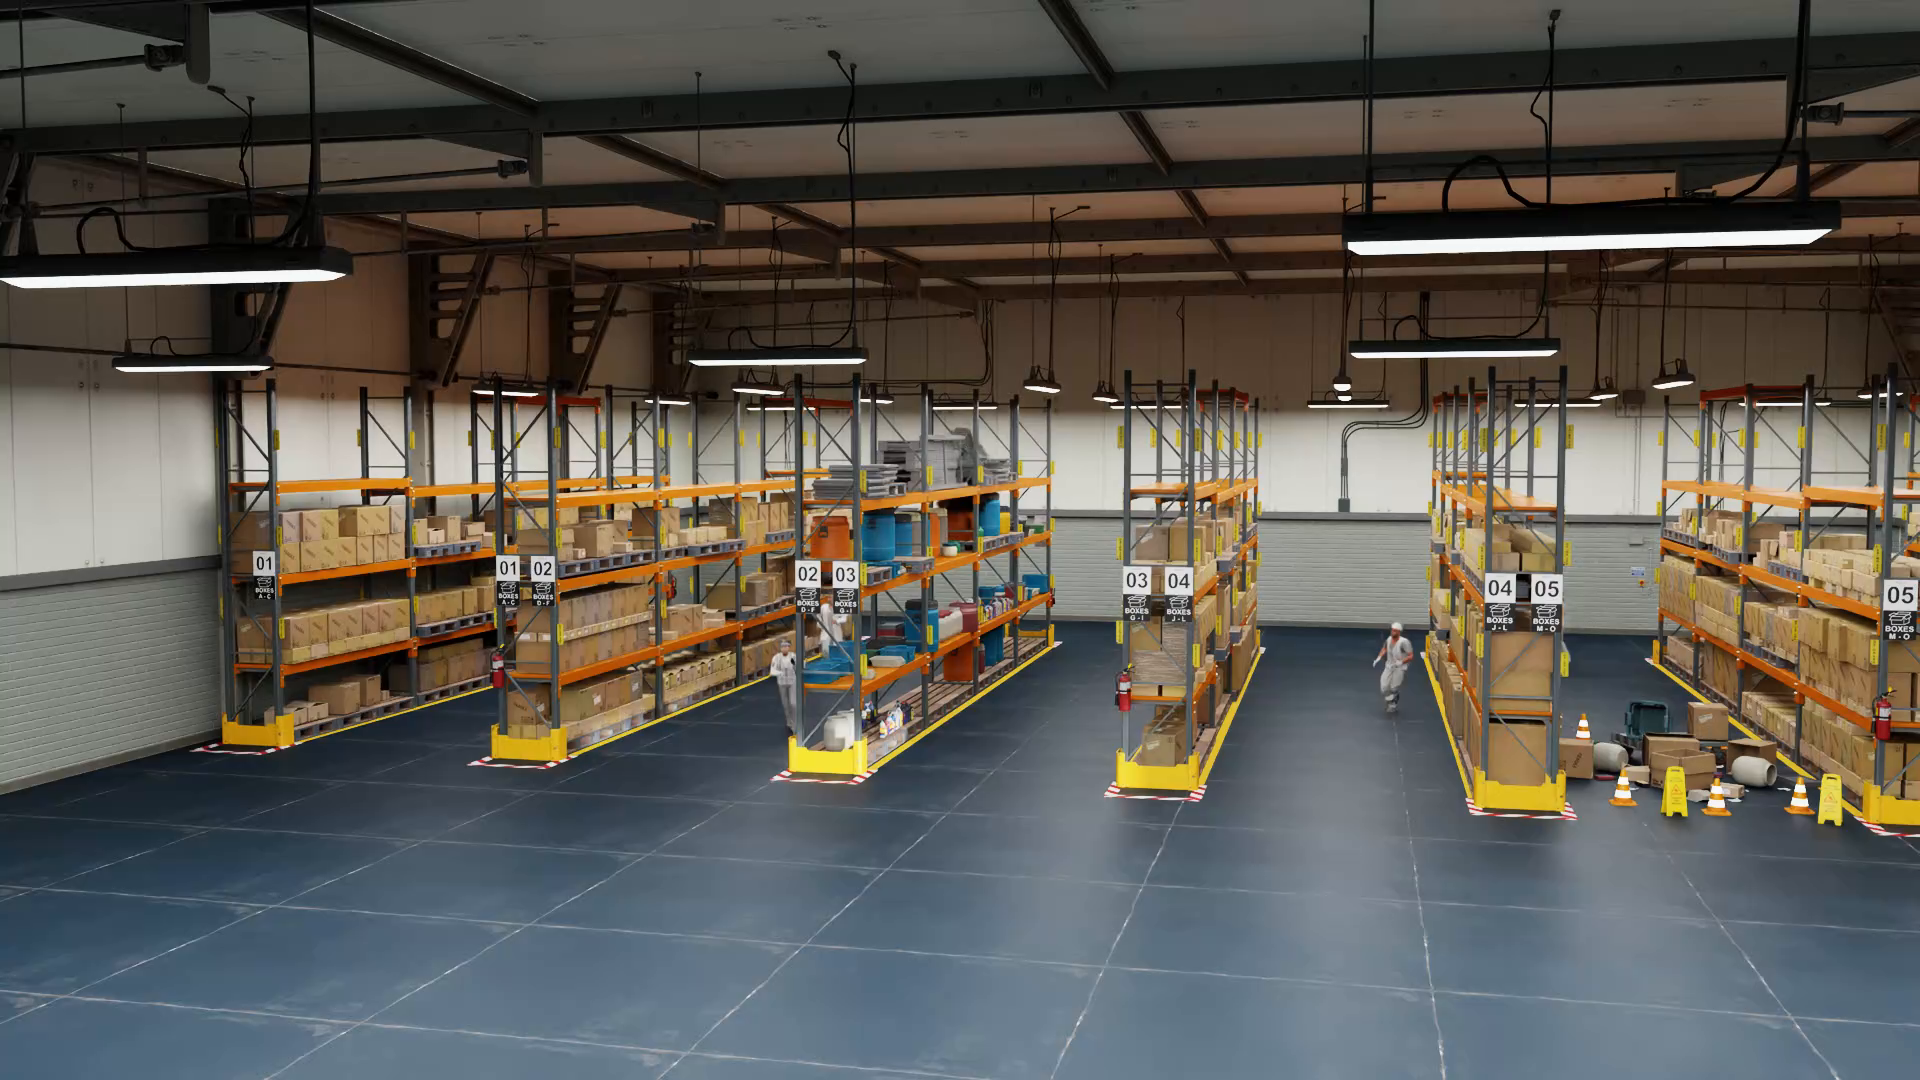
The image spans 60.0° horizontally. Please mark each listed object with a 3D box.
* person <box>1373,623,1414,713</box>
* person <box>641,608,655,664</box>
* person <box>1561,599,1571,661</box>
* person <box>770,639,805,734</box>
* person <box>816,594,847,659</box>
[{"bbox_3d":[7.991,2.348,30.522,0.763,1.689,0.551,3,5,41],"label":"person"},{"bbox_3d":[-6.402,2.166,34.479,0.664,1.637,0.947,1,4,15],"label":"person"},{"bbox_3d":[13.155,1.931,36.756,0.555,1.666,0.940,-1,4,-23],"label":"person"},{"bbox_3d":[-2.950,2.477,28.492,0.544,1.632,0.898,0,3,5],"label":"person"},{"bbox_3d":[-2.737,2.007,35.226,0.689,1.791,0.764,0,3,2],"label":"person"}]
